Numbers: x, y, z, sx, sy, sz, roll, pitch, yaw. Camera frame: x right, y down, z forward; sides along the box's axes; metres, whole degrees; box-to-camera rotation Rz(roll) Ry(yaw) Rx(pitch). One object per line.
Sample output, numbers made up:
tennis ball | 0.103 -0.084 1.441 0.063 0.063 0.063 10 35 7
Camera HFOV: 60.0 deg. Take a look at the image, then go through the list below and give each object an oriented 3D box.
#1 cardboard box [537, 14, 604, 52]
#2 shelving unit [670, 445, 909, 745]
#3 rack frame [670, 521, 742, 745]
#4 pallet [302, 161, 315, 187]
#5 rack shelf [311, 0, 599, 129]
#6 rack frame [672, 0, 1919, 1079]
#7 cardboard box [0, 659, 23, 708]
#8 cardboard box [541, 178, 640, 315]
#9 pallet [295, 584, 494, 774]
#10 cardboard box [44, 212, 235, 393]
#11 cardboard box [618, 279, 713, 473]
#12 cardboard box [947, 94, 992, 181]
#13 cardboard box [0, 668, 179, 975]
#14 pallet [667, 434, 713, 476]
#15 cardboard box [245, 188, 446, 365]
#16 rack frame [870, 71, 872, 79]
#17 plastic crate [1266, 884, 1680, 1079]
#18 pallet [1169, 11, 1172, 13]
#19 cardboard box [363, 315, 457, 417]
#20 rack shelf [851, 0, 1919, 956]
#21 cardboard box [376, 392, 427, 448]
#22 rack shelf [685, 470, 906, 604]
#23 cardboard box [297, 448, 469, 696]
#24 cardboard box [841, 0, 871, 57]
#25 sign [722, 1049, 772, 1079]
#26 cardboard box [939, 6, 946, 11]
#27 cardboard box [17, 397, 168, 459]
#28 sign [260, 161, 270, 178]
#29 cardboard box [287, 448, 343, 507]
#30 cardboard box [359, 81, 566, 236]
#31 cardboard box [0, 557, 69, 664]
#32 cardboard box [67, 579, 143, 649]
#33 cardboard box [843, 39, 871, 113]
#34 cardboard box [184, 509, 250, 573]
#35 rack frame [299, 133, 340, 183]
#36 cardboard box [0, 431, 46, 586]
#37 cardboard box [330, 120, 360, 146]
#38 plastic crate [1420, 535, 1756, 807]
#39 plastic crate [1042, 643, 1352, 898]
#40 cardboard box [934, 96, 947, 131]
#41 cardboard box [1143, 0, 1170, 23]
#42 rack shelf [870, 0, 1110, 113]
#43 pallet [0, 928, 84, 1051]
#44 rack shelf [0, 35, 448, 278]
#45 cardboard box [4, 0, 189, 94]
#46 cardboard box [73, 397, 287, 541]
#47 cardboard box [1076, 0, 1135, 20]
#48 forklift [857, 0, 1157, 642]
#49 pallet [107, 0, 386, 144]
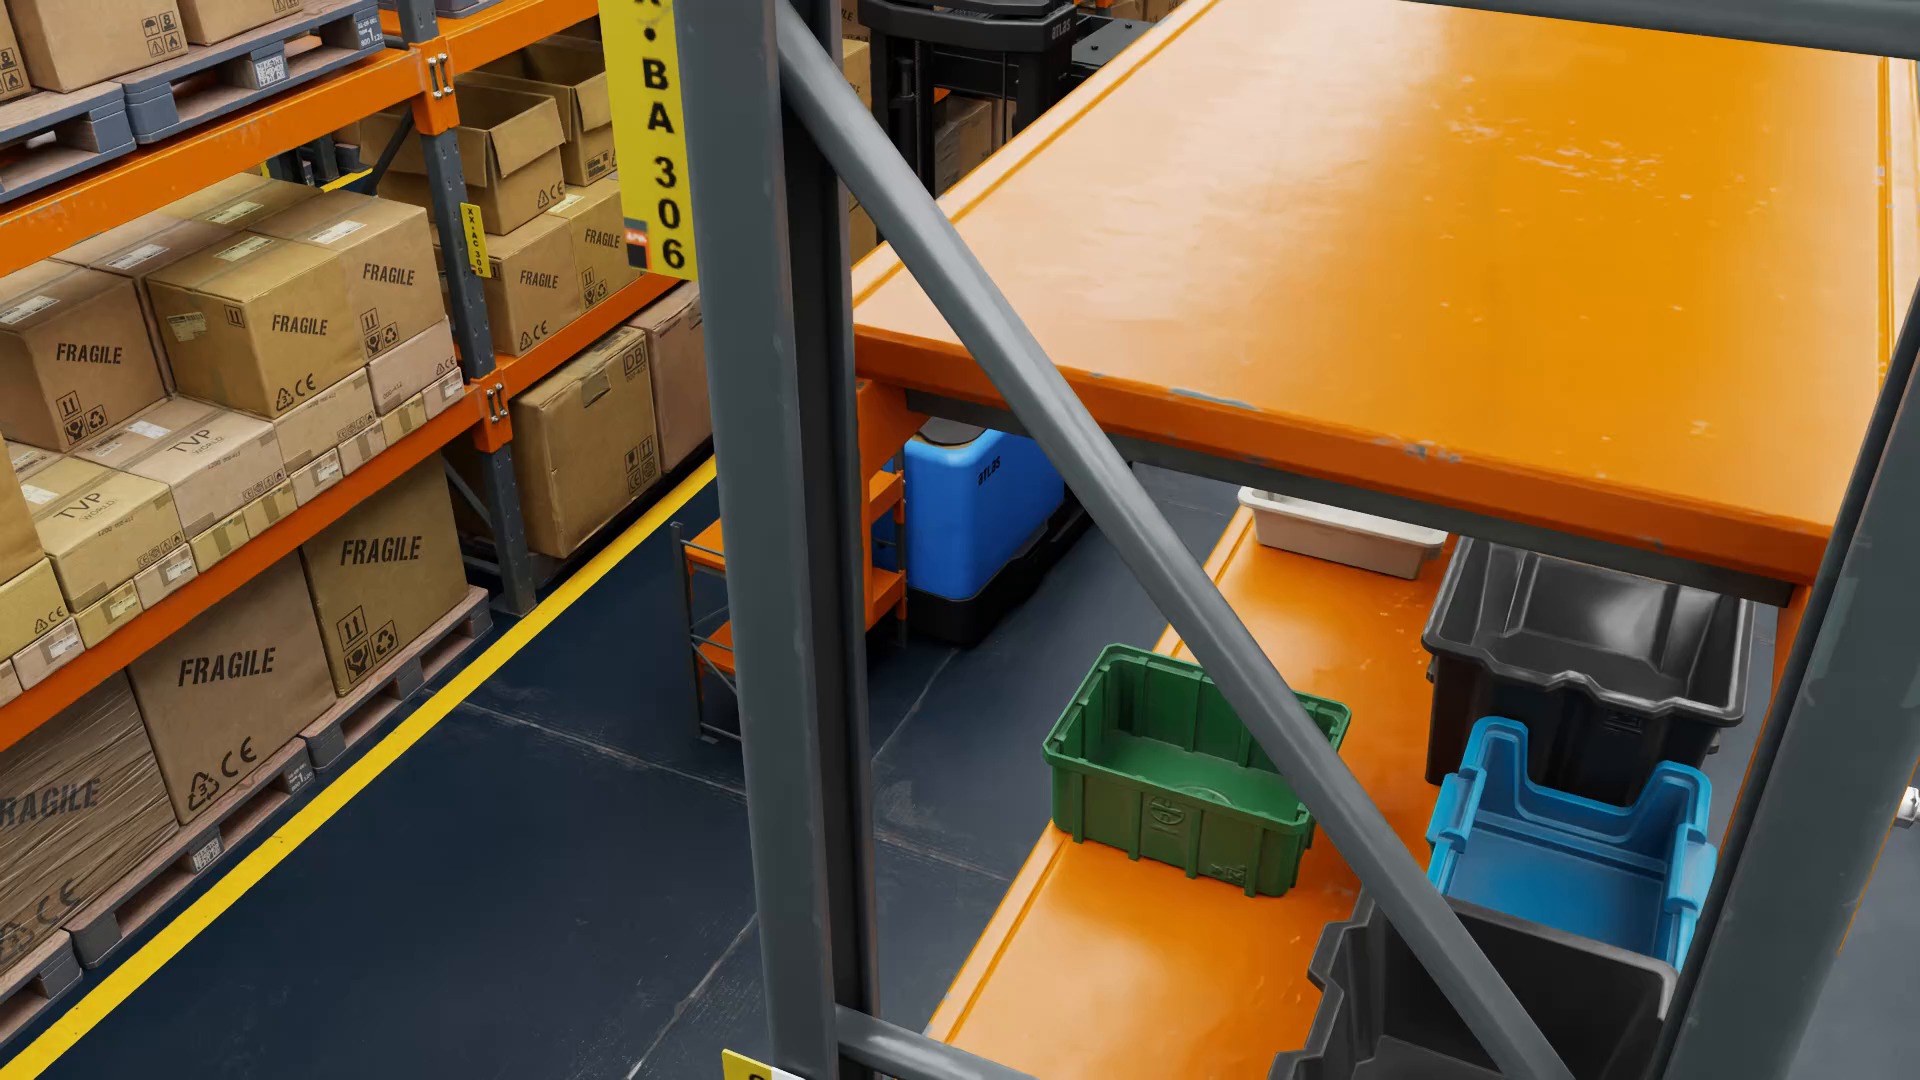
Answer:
cardboard box | -1.770 -2.443 8.734 0.797 0.503 0.637 15 36 22
shelving unit | -0.716 0.222 7.385 0.538 1.125 1.048 17 37 24
rack frame | -0.959 0.467 7.012 0.500 1.125 0.032 17 37 24
pallet | -5.691 -2.635 12.576 1.003 0.211 1.213 14 36 20
rack shelf | -1.736 -2.959 8.448 1.077 0.370 4.000 14 36 20
rack frame | 0.249 -0.391 1.139 0.949 2.616 0.053 14 36 20
cardboard box | -3.370 0.474 5.520 0.380 0.149 0.250 13 36 20
cardboard box | -1.944 -1.474 8.171 0.500 0.500 0.500 14 36 21
pallet | -2.962 0.517 7.769 1.003 0.211 1.213 14 36 20
cardboard box | -3.219 -0.961 6.662 0.500 0.500 0.500 14 36 20
cardboard box | -1.950 -1.065 9.194 1.225 0.875 0.875 13 35 19
cardboard box | -0.186 -3.042 12.532 0.700 0.500 0.500 17 37 24
cardboard box | -3.671 0.905 6.189 0.875 0.875 0.875 14 36 20
pallet | -1.810 -0.855 9.861 1.003 0.211 1.213 14 36 20
cardboard box | -2.523 -1.095 6.865 0.500 0.500 0.500 15 36 22
rack frame | -0.900 -3.002 10.592 1.000 3.000 0.127 14 36 20
plastic crate | 0.666 0.791 2.191 0.497 0.269 0.590 14 36 20
pallet | 2.044 -5.386 16.771 1.003 0.211 1.213 14 36 20
cardboard box | -2.519 -0.791 7.086 0.500 0.250 0.500 14 36 20
rack shelf | 1.089 -0.918 2.964 1.077 0.370 4.000 14 36 20
cardboard box | -2.511 -0.549 7.081 0.380 0.149 0.250 15 36 21
rack shelf | -0.716 -0.023 7.225 0.538 0.278 1.000 17 37 24
cardboard box | -2.922 0.014 7.548 0.875 0.875 0.875 14 36 20
cardboard box | -0.710 -3.497 10.874 0.500 0.500 0.500 10 35 15
sign | -0.254 0.790 2.169 0.100 0.325 0.005 14 36 20
cardboard box | 0.011 -3.897 11.711 0.500 0.250 0.500 13 35 19
cardboard box | -3.432 -0.391 6.477 0.500 0.250 0.500 15 36 22
sign | -3.070 -1.580 7.441 0.100 0.325 0.005 14 36 20
cardboard box | -2.726 -0.293 6.691 0.380 0.149 0.250 15 36 21
cardboard box | -2.313 -1.791 7.740 0.797 0.503 0.637 13 36 19
cardboard box | -3.376 0.234 5.523 0.500 0.250 0.500 13 35 19
cardboard box | -3.156 0.220 5.908 0.380 0.149 0.250 13 36 19
cardboard box | -0.881 -2.741 10.103 0.500 0.500 0.500 15 36 22
cardboard box | -2.940 -0.037 6.301 0.380 0.149 0.250 14 36 20
rack frame | -5.362 -4.190 12.404 1.000 3.000 0.127 14 36 20
cardboard box | -3.380 -0.078 5.315 0.500 0.500 0.500 13 35 19
cardboard box | -5.026 -3.707 13.337 1.050 0.750 0.750 14 36 20
plastic crate | 1.141 0.193 3.042 0.504 0.338 0.767 14 36 20
plastic crate | 0.405 0.396 2.868 0.450 0.188 0.336 14 36 20
cardboard box | -0.434 -3.061 11.877 0.500 0.250 0.500 18 37 26
cardboard box | 1.673 -5.196 15.836 0.500 0.500 0.500 18 37 25
rack shelf | -0.063 -3.697 12.309 1.077 0.370 4.000 14 36 20
pallet | -3.983 1.733 5.915 1.003 0.211 1.213 14 36 20
rack shelf | -3.410 -0.967 5.410 1.077 0.370 4.000 14 36 20
cardboard box | -3.075 -1.853 5.539 0.700 0.500 0.500 16 37 23
cardboard box | -2.947 -0.279 6.305 0.500 0.250 0.500 15 36 21
cardboard box | 1.210 -4.601 14.928 0.500 0.500 0.500 27 42 35
forklift | 0.298 -1.526 8.405 1.130 2.935 3.031 17 37 23
pallet | -2.925 -1.822 6.138 1.003 0.211 1.213 14 36 20
